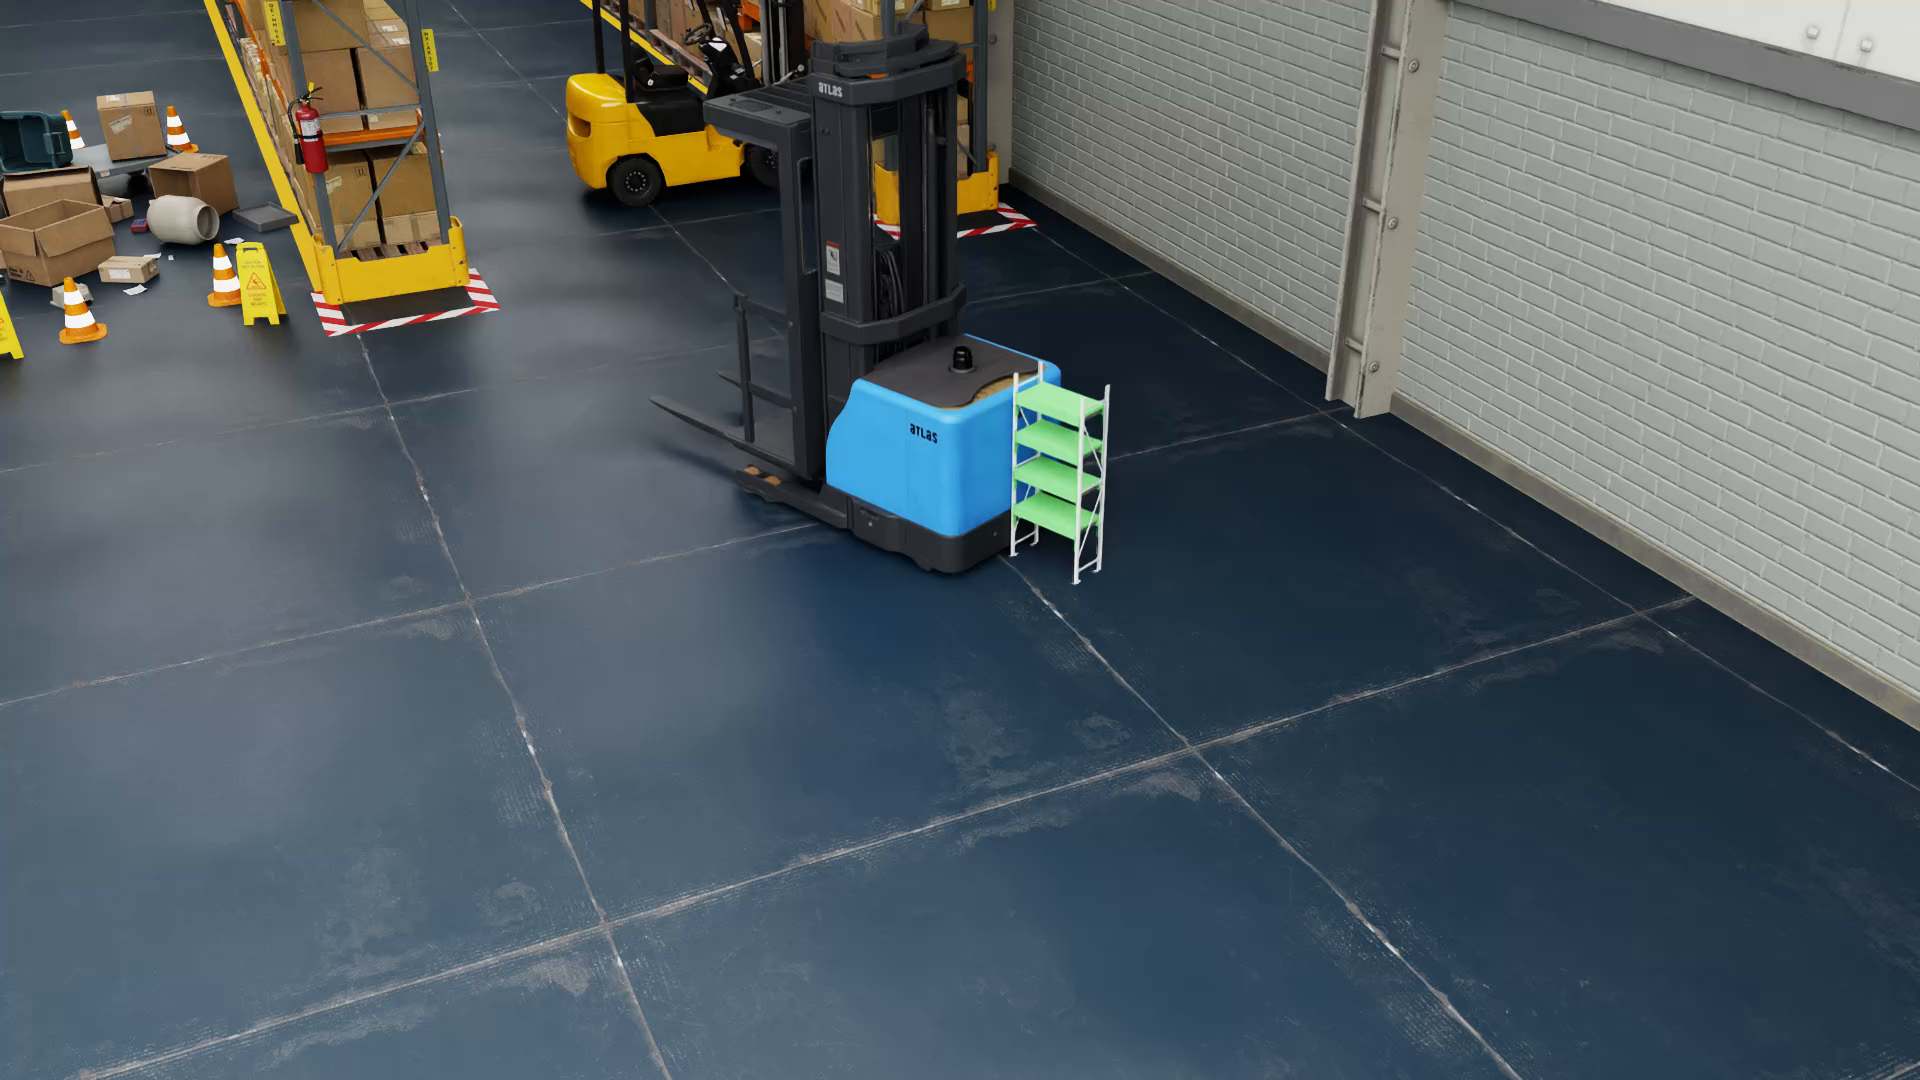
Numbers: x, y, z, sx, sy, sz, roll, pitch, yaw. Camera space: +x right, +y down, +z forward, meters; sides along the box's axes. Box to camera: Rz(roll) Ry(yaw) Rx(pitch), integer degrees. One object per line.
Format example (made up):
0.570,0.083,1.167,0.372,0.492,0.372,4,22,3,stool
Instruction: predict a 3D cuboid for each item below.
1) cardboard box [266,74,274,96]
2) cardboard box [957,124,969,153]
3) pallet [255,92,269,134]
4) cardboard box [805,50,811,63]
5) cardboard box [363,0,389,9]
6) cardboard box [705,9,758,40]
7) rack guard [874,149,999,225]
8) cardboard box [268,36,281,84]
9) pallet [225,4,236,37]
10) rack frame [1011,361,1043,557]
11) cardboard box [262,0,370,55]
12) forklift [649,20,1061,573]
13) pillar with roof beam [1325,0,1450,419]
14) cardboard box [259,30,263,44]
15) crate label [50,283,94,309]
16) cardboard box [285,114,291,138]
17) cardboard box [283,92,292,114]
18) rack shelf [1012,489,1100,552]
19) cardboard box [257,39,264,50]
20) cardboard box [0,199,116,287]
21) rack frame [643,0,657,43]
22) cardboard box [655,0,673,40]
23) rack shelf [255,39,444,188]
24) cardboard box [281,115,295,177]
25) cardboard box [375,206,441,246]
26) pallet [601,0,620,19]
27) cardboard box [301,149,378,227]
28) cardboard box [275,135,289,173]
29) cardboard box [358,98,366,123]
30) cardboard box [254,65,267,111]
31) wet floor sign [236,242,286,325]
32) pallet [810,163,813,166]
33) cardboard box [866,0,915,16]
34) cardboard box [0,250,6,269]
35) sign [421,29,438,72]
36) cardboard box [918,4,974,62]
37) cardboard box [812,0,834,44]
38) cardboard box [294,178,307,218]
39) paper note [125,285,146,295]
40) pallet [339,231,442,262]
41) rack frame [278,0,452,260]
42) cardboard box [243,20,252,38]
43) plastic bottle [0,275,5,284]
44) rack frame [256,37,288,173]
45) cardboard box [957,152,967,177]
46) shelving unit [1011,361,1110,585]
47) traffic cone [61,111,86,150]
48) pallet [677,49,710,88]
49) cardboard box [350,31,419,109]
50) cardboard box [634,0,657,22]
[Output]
-6.414,-4.370,15.901,0.380,0.149,0.250,-13,32,-21,cardboard box
-0.238,-3.891,15.966,0.500,0.250,0.500,-12,32,-21,cardboard box
-7.286,-4.828,18.617,1.003,0.211,1.213,-13,32,-22,pallet
-1.583,-4.900,17.254,0.500,0.250,0.500,-12,31,-20,cardboard box
-5.329,-4.511,14.794,0.500,0.500,0.500,-14,32,-23,cardboard box
-2.502,-5.925,19.720,0.875,0.625,0.625,-13,32,-22,cardboard box
-0.214,-3.337,15.663,1.175,0.500,0.348,-13,32,-22,rack guard
-5.610,-4.193,14.227,0.500,0.500,0.500,-13,32,-22,cardboard box
-9.458,-7.154,22.764,1.003,0.211,1.213,-13,32,-22,pallet
0.393,-0.463,9.823,0.015,1.200,0.240,24,37,36,rack frame
-5.122,-4.183,13.188,0.700,0.500,0.500,-14,32,-23,cardboard box
-0.811,-1.688,10.236,3.031,2.935,1.130,24,37,36,forklift
-1.021,-3.997,8.150,9.100,9.000,0.400,-13,32,-22,pillar with roof beam
-6.249,-4.865,15.425,0.500,0.500,0.500,-13,32,-22,cardboard box
-7.305,-2.015,13.677,0.298,0.136,0.250,19,34,30,crate label
-5.720,-3.664,14.641,0.380,0.149,0.250,-12,31,-20,cardboard box
-5.497,-3.718,14.044,0.380,0.149,0.250,-13,32,-21,cardboard box
0.573,-0.118,9.828,0.480,0.148,0.258,24,37,36,rack shelf
-6.577,-4.845,16.053,0.380,0.149,0.250,-13,32,-22,cardboard box
-7.746,-2.549,14.255,0.637,0.503,0.797,13,32,21,cardboard box
-3.658,-7.972,21.372,1.000,3.000,0.127,-13,32,-22,rack frame
-3.403,-6.841,21.354,0.875,0.625,0.625,-12,31,-20,cardboard box
-5.564,-3.964,14.960,1.077,0.370,4.000,-13,32,-22,rack shelf
-5.952,-3.691,15.354,0.500,0.500,0.500,-11,31,-19,cardboard box
-4.802,-2.792,14.517,0.500,0.250,0.500,-13,32,-22,cardboard box
-4.465,-7.631,23.616,1.003,0.211,1.213,-13,32,-22,pallet
-5.285,-3.004,14.129,0.500,0.500,0.500,-13,32,-22,cardboard box
-6.413,-3.827,16.364,0.500,0.250,0.500,-15,32,-24,cardboard box
-4.786,-3.586,13.809,0.380,0.149,0.250,-13,32,-21,cardboard box
-7.262,-5.053,18.424,0.950,0.372,0.625,-12,31,-20,cardboard box
-5.590,-2.058,13.234,0.267,0.644,0.232,-3,29,-5,wet floor sign
-1.110,-4.089,17.299,1.003,0.211,1.213,-13,32,-22,pallet
-0.626,-4.859,15.055,0.380,0.149,0.250,-13,32,-21,cardboard box
-8.449,-2.512,14.431,0.396,0.266,0.258,-8,30,-13,cardboard box
-4.215,-3.886,13.200,0.100,0.325,0.005,-13,32,-22,sign
-0.186,-4.759,15.540,0.500,0.500,0.500,-12,31,-20,cardboard box
-1.107,-5.101,16.151,0.500,0.500,0.500,-14,32,-23,cardboard box
-5.740,-3.139,15.136,0.500,0.250,0.500,-14,32,-24,cardboard box
-6.909,-2.099,13.934,0.142,0.019,0.148,26,38,38,paper note
-5.055,-2.578,14.604,1.003,0.211,1.213,-13,32,-22,pallet
-4.705,-3.394,13.209,1.000,3.000,0.127,-13,32,-22,rack frame
-8.361,-6.507,20.503,0.875,0.875,0.875,-13,32,-22,cardboard box
-8.239,-2.229,14.136,0.283,0.061,0.133,26,38,38,plastic bottle
-6.423,-5.161,16.360,1.000,3.000,0.127,-13,32,-22,rack frame
-0.258,-3.680,16.100,0.500,0.250,0.500,-13,32,-22,cardboard box
0.573,-0.383,9.680,0.503,1.200,0.258,24,37,36,shelving unit
-9.247,-4.226,17.287,0.336,0.463,0.334,-13,32,-22,traffic cone
-2.820,-5.845,20.431,1.003,0.211,1.213,-13,32,-22,pallet
-4.658,-3.835,13.588,0.500,0.500,0.500,-14,32,-23,cardboard box
-4.034,-7.206,22.134,0.500,0.500,0.500,-12,31,-21,cardboard box
